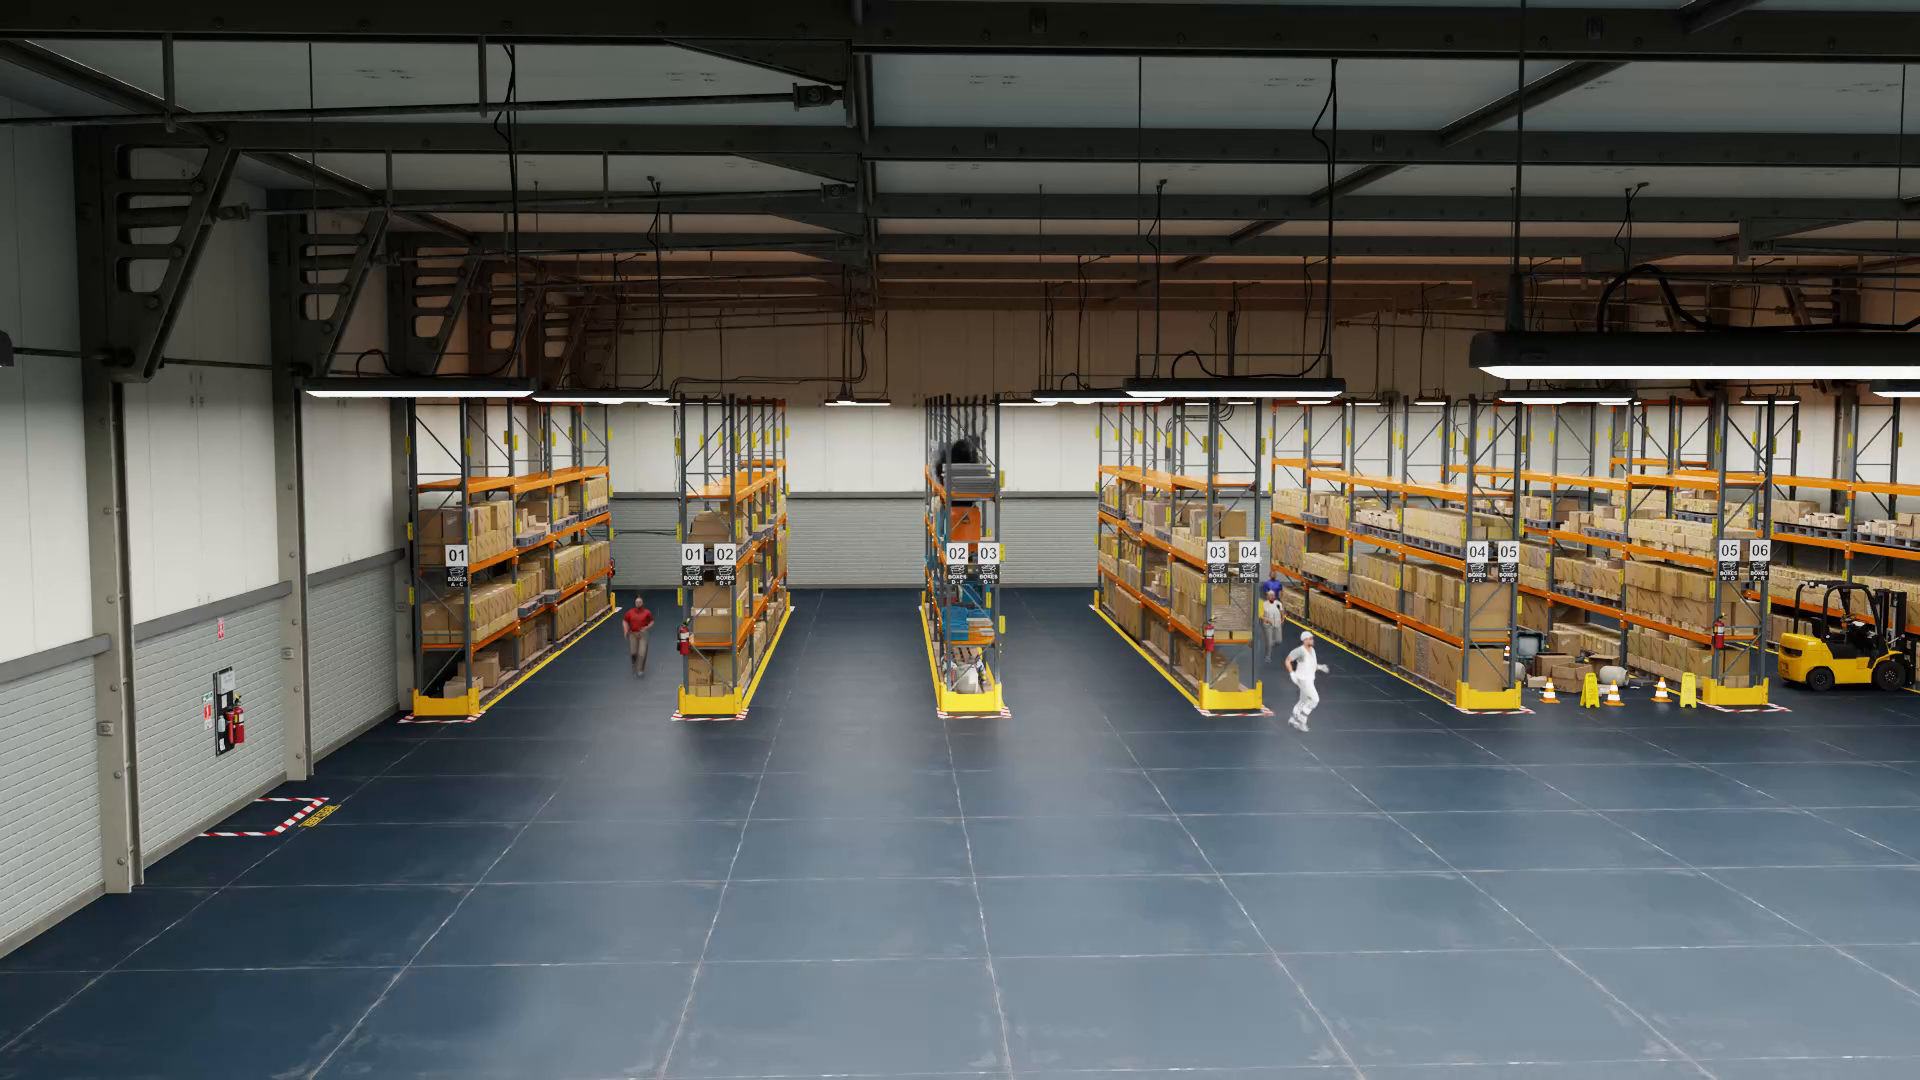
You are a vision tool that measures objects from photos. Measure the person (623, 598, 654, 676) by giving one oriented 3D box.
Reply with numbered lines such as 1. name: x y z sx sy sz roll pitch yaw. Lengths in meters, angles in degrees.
1. person: -6.861 2.075 35.504 0.664 1.677 0.590 -1 5 -10

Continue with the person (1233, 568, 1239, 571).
1. person: 7.715 1.251 46.066 0.634 1.695 0.954 0 5 1

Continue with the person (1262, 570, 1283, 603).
1. person: 7.955 1.582 42.124 0.566 1.612 0.551 0 5 -1

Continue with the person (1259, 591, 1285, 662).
1. person: 7.071 1.952 37.583 0.625 1.627 0.588 0 5 -5

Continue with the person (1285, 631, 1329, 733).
1. person: 6.168 2.510 29.511 0.702 1.789 0.647 3 5 34
